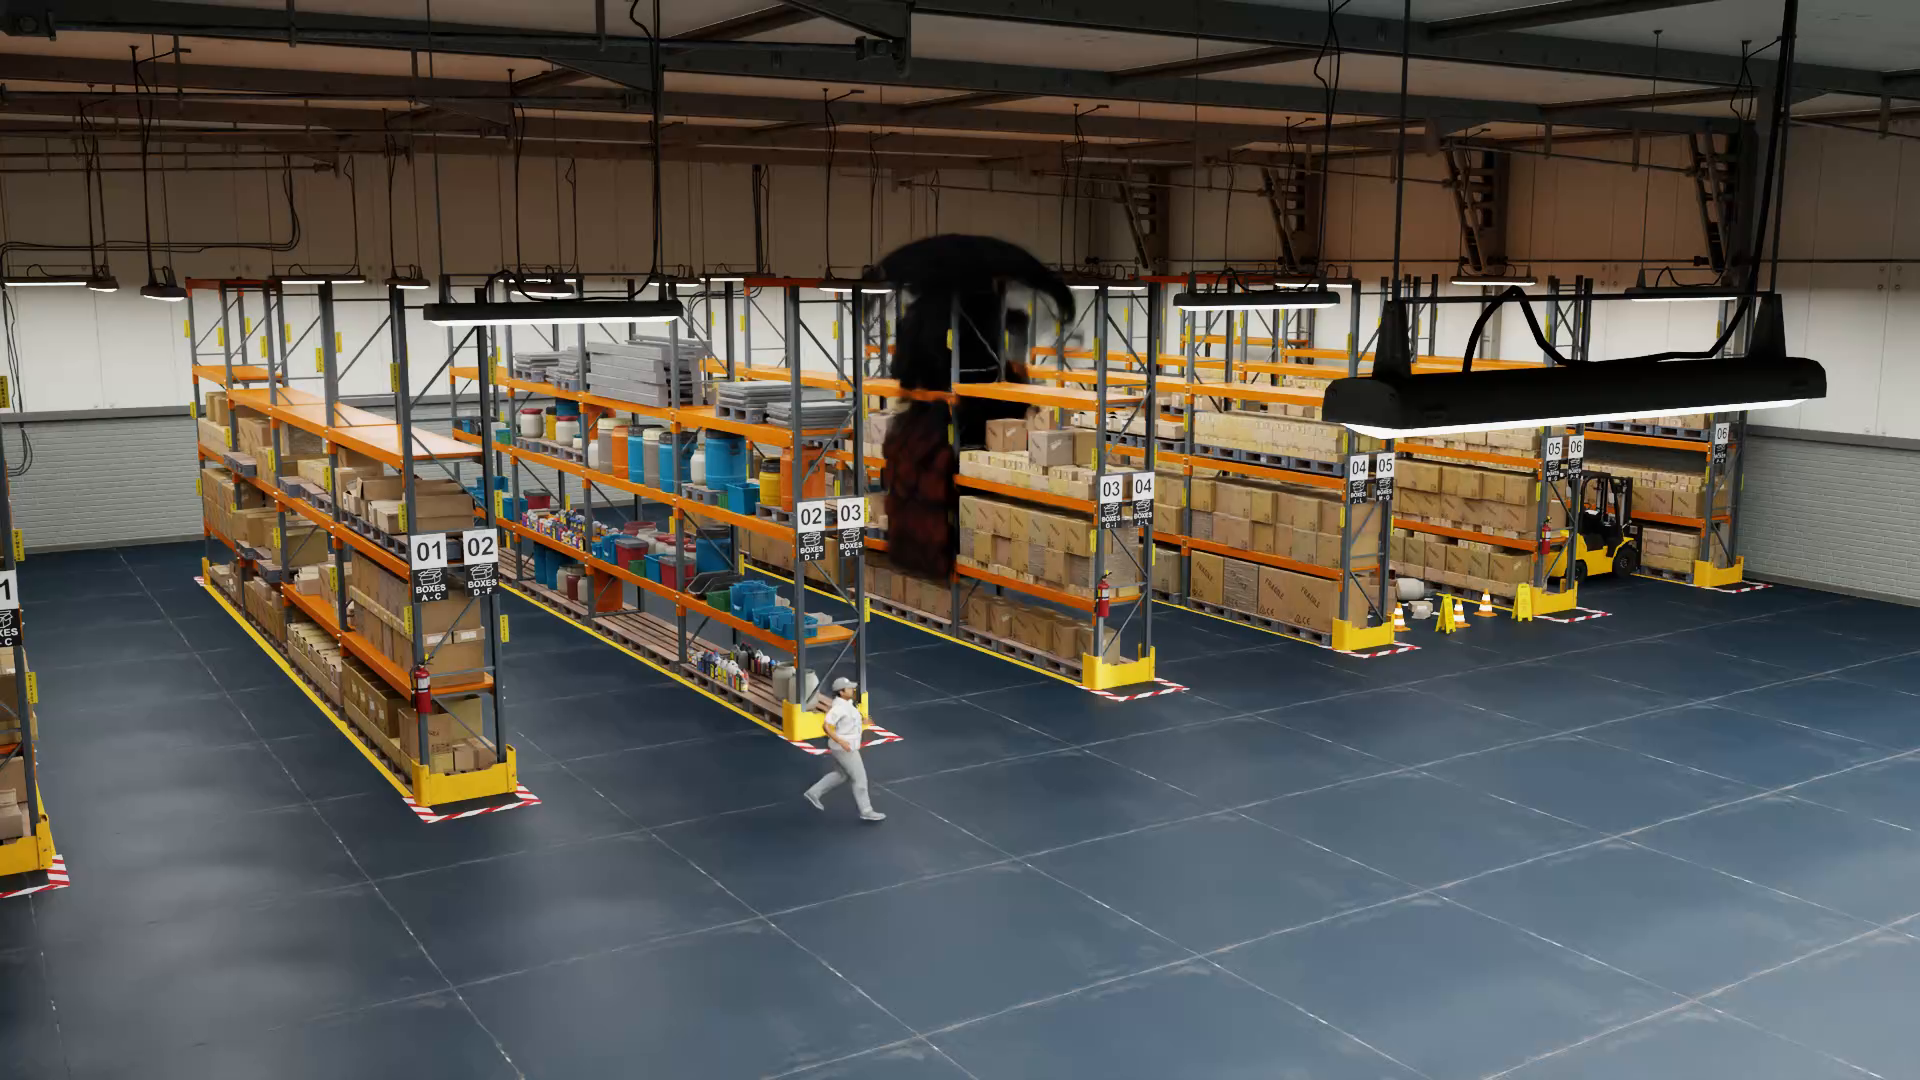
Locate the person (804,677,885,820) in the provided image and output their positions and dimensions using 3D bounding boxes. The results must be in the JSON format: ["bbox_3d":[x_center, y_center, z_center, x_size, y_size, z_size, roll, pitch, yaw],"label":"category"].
[{"bbox_3d":[-1.324,2.364,18.898,0.933,1.646,0.613,-1,10,-3],"label":"person"}]

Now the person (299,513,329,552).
[{"bbox_3d":[-13.159,-0.180,34.012,0.816,1.667,0.669,4,10,22],"label":"person"}]

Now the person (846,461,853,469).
[{"bbox_3d":[-3.048,-1.466,41.561,0.546,1.704,0.770,-6,11,-30],"label":"person"}]

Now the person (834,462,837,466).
[{"bbox_3d":[-2.883,-1.012,39.079,0.625,1.683,0.784,-4,10,-21],"label":"person"}]
